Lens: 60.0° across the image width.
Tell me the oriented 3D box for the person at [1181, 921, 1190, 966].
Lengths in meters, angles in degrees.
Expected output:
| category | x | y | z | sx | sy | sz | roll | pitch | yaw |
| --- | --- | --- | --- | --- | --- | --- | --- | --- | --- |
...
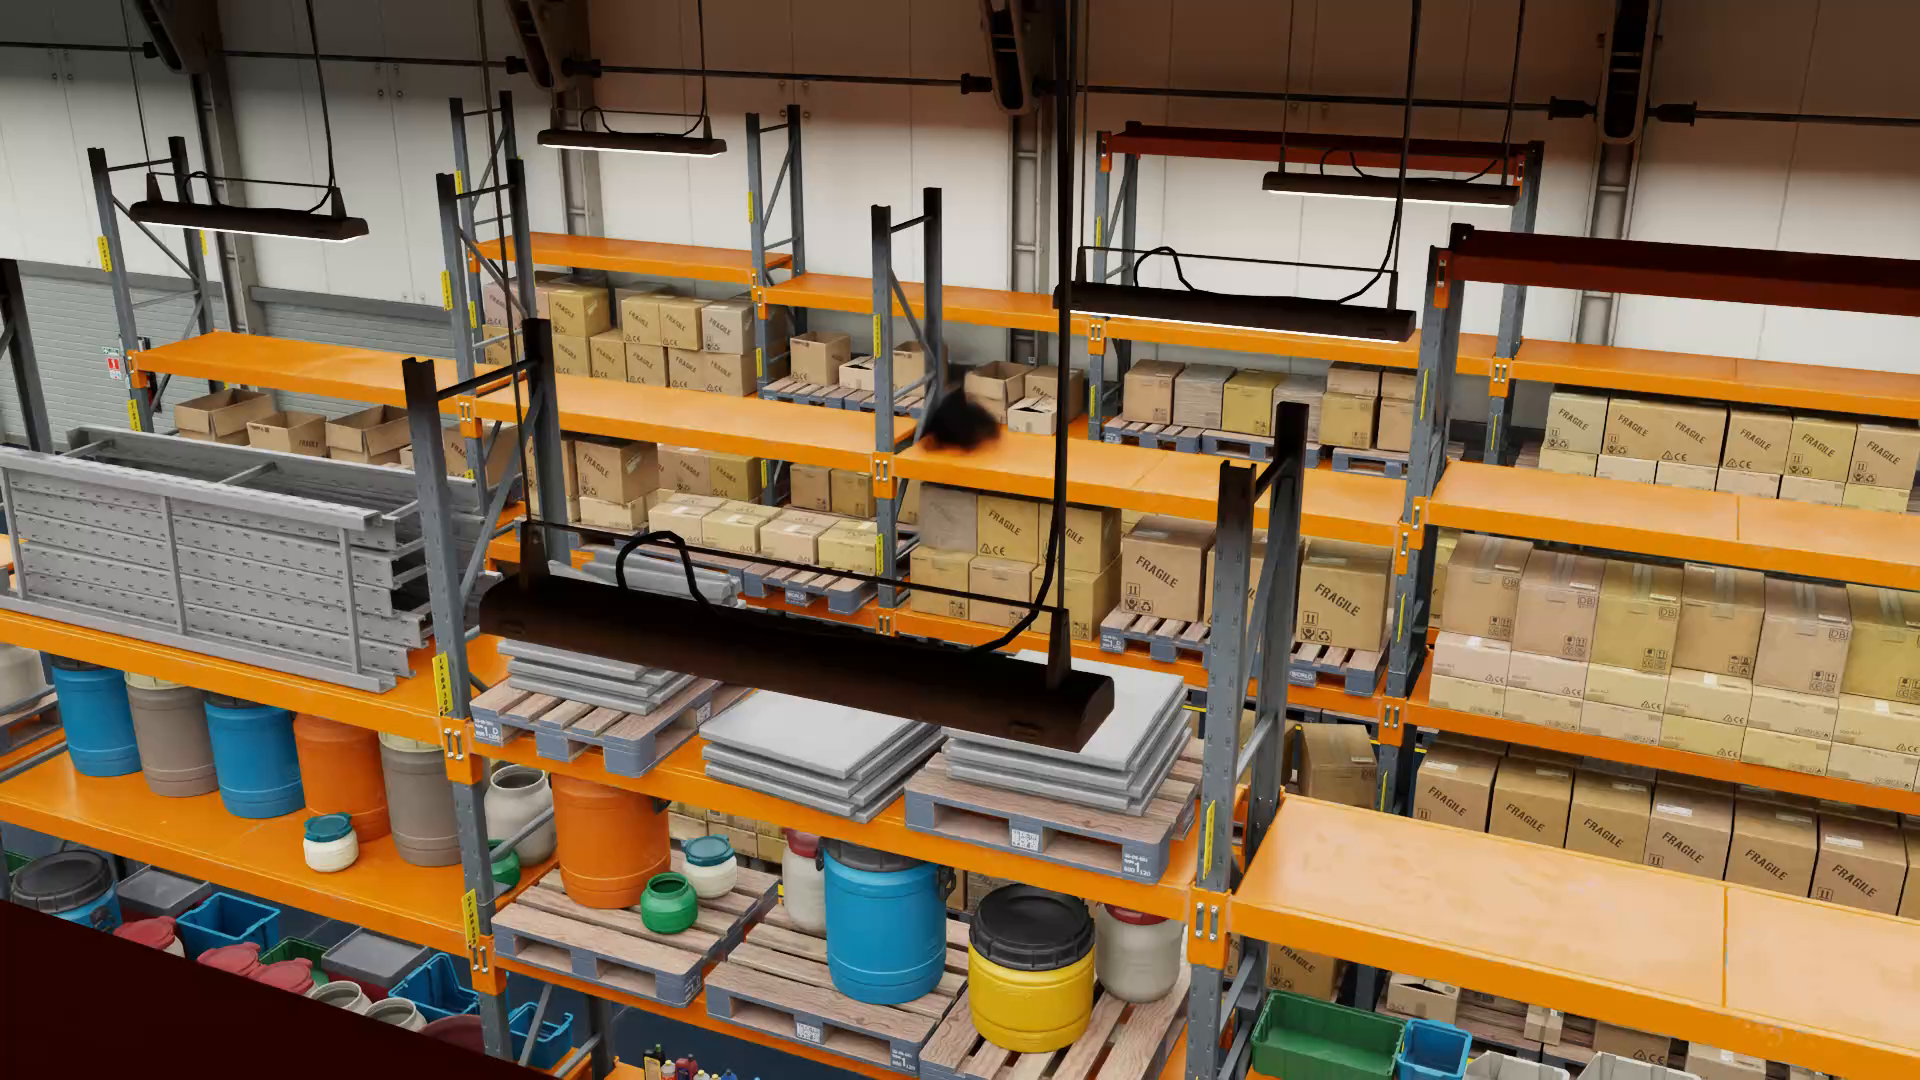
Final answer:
| category | x | y | z | sx | sy | sz | roll | pitch | yaw |
| --- | --- | --- | --- | --- | --- | --- | --- | --- | --- |
| person | 1.482 | 3.261 | 11.664 | 0.804 | 1.705 | 0.473 | 5 | 21 | 13 |
